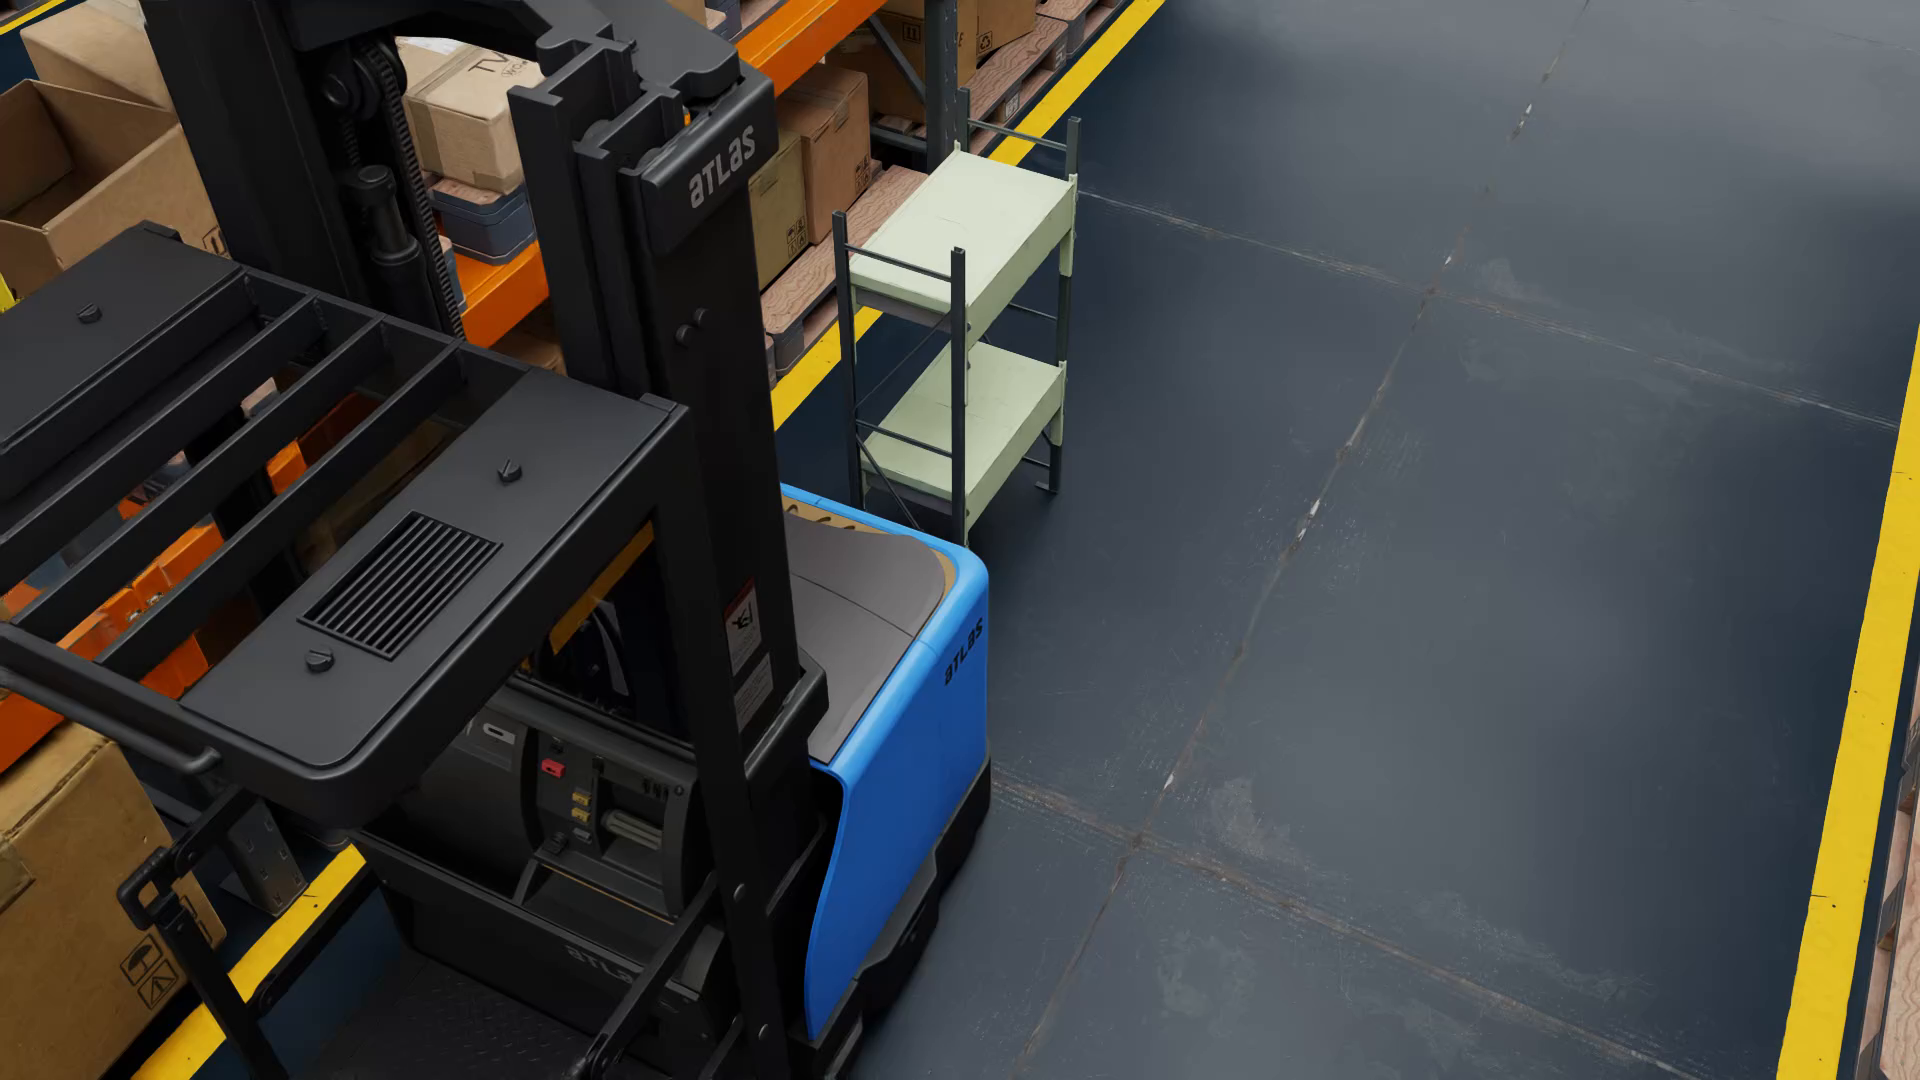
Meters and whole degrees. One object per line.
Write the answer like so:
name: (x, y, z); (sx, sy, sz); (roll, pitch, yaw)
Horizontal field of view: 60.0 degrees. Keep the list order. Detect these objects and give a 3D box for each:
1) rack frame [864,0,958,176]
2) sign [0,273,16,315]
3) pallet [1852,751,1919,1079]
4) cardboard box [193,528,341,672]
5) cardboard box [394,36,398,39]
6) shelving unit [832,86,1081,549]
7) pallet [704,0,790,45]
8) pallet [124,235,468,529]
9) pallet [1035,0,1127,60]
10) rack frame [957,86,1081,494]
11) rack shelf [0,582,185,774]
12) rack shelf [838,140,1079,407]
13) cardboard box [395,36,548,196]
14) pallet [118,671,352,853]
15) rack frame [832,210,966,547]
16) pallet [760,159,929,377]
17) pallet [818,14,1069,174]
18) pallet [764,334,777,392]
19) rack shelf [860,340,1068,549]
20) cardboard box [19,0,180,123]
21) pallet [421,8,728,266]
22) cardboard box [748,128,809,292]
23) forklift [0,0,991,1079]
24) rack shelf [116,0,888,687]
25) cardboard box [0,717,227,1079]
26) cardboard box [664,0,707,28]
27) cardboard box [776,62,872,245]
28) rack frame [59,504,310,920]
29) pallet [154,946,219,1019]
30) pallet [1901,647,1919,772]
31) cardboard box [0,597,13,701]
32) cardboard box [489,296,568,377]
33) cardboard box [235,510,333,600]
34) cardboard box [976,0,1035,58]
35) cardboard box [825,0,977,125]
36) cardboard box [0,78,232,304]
rack frame: (-0.479, -2.707, 6.316); (1.000, 3.000, 0.127); (20, 49, 19)
sign: (-1.843, -0.413, 3.235); (0.100, 0.325, 0.005); (20, 49, 19)
pallet: (3.012, 1.188, 4.428); (1.003, 0.211, 1.213); (20, 49, 19)
cardboard box: (-2.043, 0.109, 4.982); (0.700, 0.500, 0.500); (18, 48, 17)
cardboard box: (-1.801, -1.427, 4.850); (0.396, 0.266, 0.258); (19, 48, 18)
shelving unit: (0.003, -0.531, 5.221); (0.431, 1.500, 0.755); (20, 49, 19)
pallet: (-0.963, -2.206, 5.956); (1.003, 0.211, 1.213); (20, 49, 19)
pallet: (-2.100, -0.603, 4.372); (1.213, 0.211, 1.003); (20, 49, 19)
pallet: (0.366, -2.933, 8.500); (1.003, 0.211, 1.213); (20, 49, 19)
rack frame: (0.173, -0.762, 5.449); (0.400, 1.500, 0.023); (20, 49, 19)
rack shelf: (-3.265, 1.326, 2.836); (1.077, 0.370, 4.000); (20, 49, 19)
rack shelf: (0.003, -0.806, 4.943); (0.431, 0.370, 0.720); (20, 49, 19)
cardboard box: (-1.354, -1.262, 4.698); (0.500, 0.250, 0.500); (19, 48, 18)
pallet: (-1.972, 0.302, 5.303); (1.003, 0.211, 1.213); (20, 49, 19)
rack frame: (-0.167, -0.301, 4.993); (0.400, 1.500, 0.023); (20, 49, 19)
pallet: (-0.839, -1.236, 6.823); (1.003, 0.211, 1.213); (20, 49, 19)
pallet: (-0.199, -2.161, 7.738); (1.003, 0.211, 1.213); (20, 49, 19)
pallet: (-1.405, -0.464, 6.060); (1.003, 0.211, 1.213); (20, 49, 19)
rack shelf: (0.003, -0.302, 5.453); (0.431, 0.370, 0.720); (20, 49, 19)
cardboard box: (-1.950, -1.108, 4.370); (0.700, 0.500, 0.500); (28, 51, 25)
pallet: (-1.453, -1.380, 5.140); (1.003, 0.211, 1.213); (20, 49, 19)
cardboard box: (-1.021, -1.309, 6.383); (0.700, 0.500, 0.500); (20, 49, 19)
forklift: (-1.018, 0.550, 3.146); (1.130, 2.935, 3.031); (19, 48, 18)
rack shelf: (-1.408, -1.194, 5.327); (1.077, 0.370, 4.000); (20, 49, 19)
cardboard box: (-2.675, 0.840, 4.009); (1.225, 0.875, 0.875); (18, 48, 17)
cardboard box: (-1.202, -1.768, 5.021); (0.797, 0.503, 0.637); (25, 51, 23)
cardboard box: (-0.783, -1.603, 6.673); (0.700, 0.500, 0.500); (17, 48, 16)
rack frame: (-2.336, -0.187, 3.826); (1.000, 3.000, 0.127); (20, 49, 19)
pallet: (-2.769, 1.265, 4.351); (1.003, 0.211, 1.213); (20, 49, 19)
pallet: (3.577, 0.416, 5.190); (1.003, 0.211, 1.213); (20, 49, 19)
cardboard box: (-2.346, 0.171, 3.402); (0.500, 0.500, 0.500); (22, 49, 20)
cardboard box: (-1.540, -0.605, 5.687); (0.700, 0.500, 0.500); (24, 50, 22)
cardboard box: (-2.052, -0.158, 4.718); (0.500, 0.250, 0.500); (22, 49, 21)
cardboard box: (0.001, -2.578, 7.651); (0.500, 0.500, 0.500); (-34, 55, -29)
cardboard box: (-0.258, -2.214, 7.292); (0.500, 0.500, 0.500); (19, 48, 18)
cardboard box: (-2.121, -0.723, 3.990); (0.500, 0.500, 0.500); (15, 47, 14)
